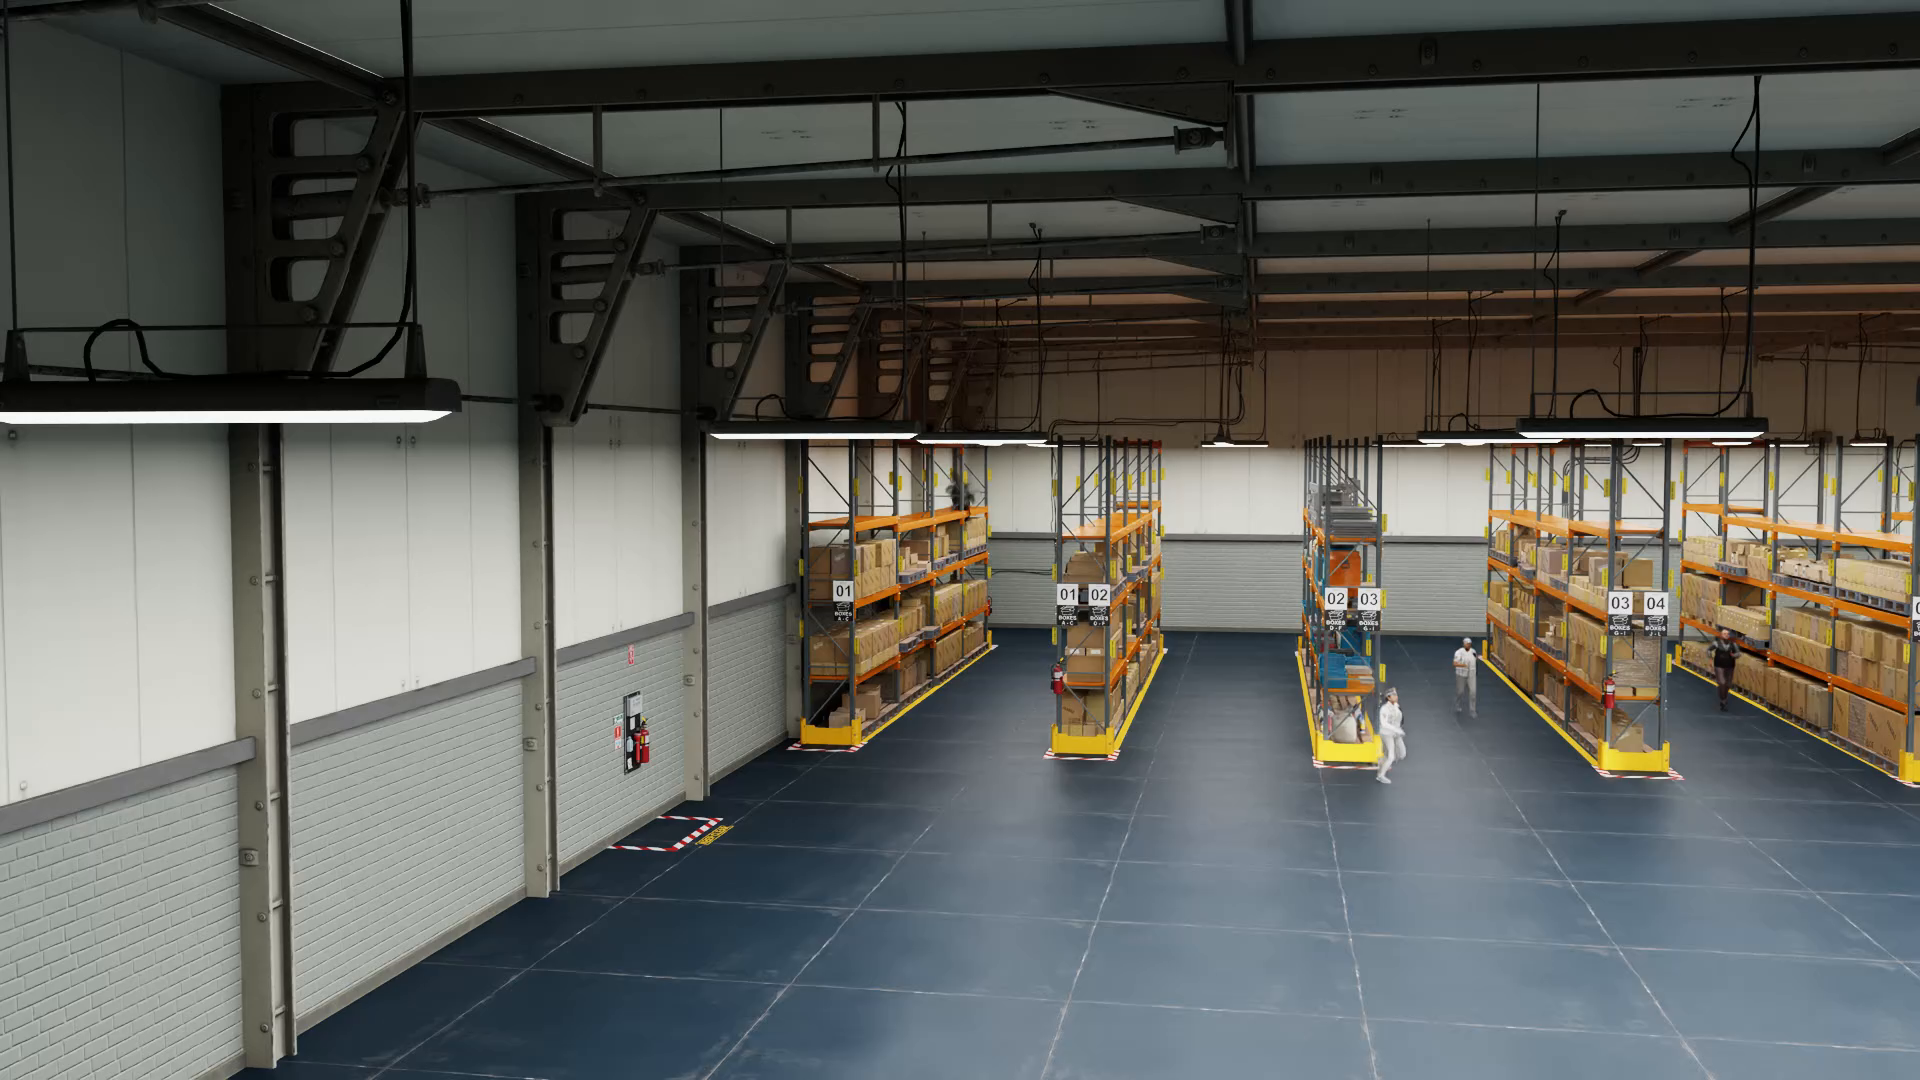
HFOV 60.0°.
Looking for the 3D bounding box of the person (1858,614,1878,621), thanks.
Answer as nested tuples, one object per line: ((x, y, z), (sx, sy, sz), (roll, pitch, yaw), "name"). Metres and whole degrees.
((24.620, 2.437, 45.046), (0.944, 1.703, 0.697), (1, 3, 15), "person")

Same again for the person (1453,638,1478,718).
((10.921, 2.942, 35.945), (0.568, 1.684, 0.901), (0, 3, 1), "person")

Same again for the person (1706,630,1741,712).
((16.887, 2.828, 36.731), (0.643, 1.691, 0.882), (0, 3, 7), "person")

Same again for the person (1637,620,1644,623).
((17.871, 2.452, 43.960), (0.753, 1.685, 0.659), (1, 3, 11), "person")

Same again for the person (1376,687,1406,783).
((7.451, 3.356, 28.658), (0.651, 1.656, 0.603), (-3, 4, -44), "person")
